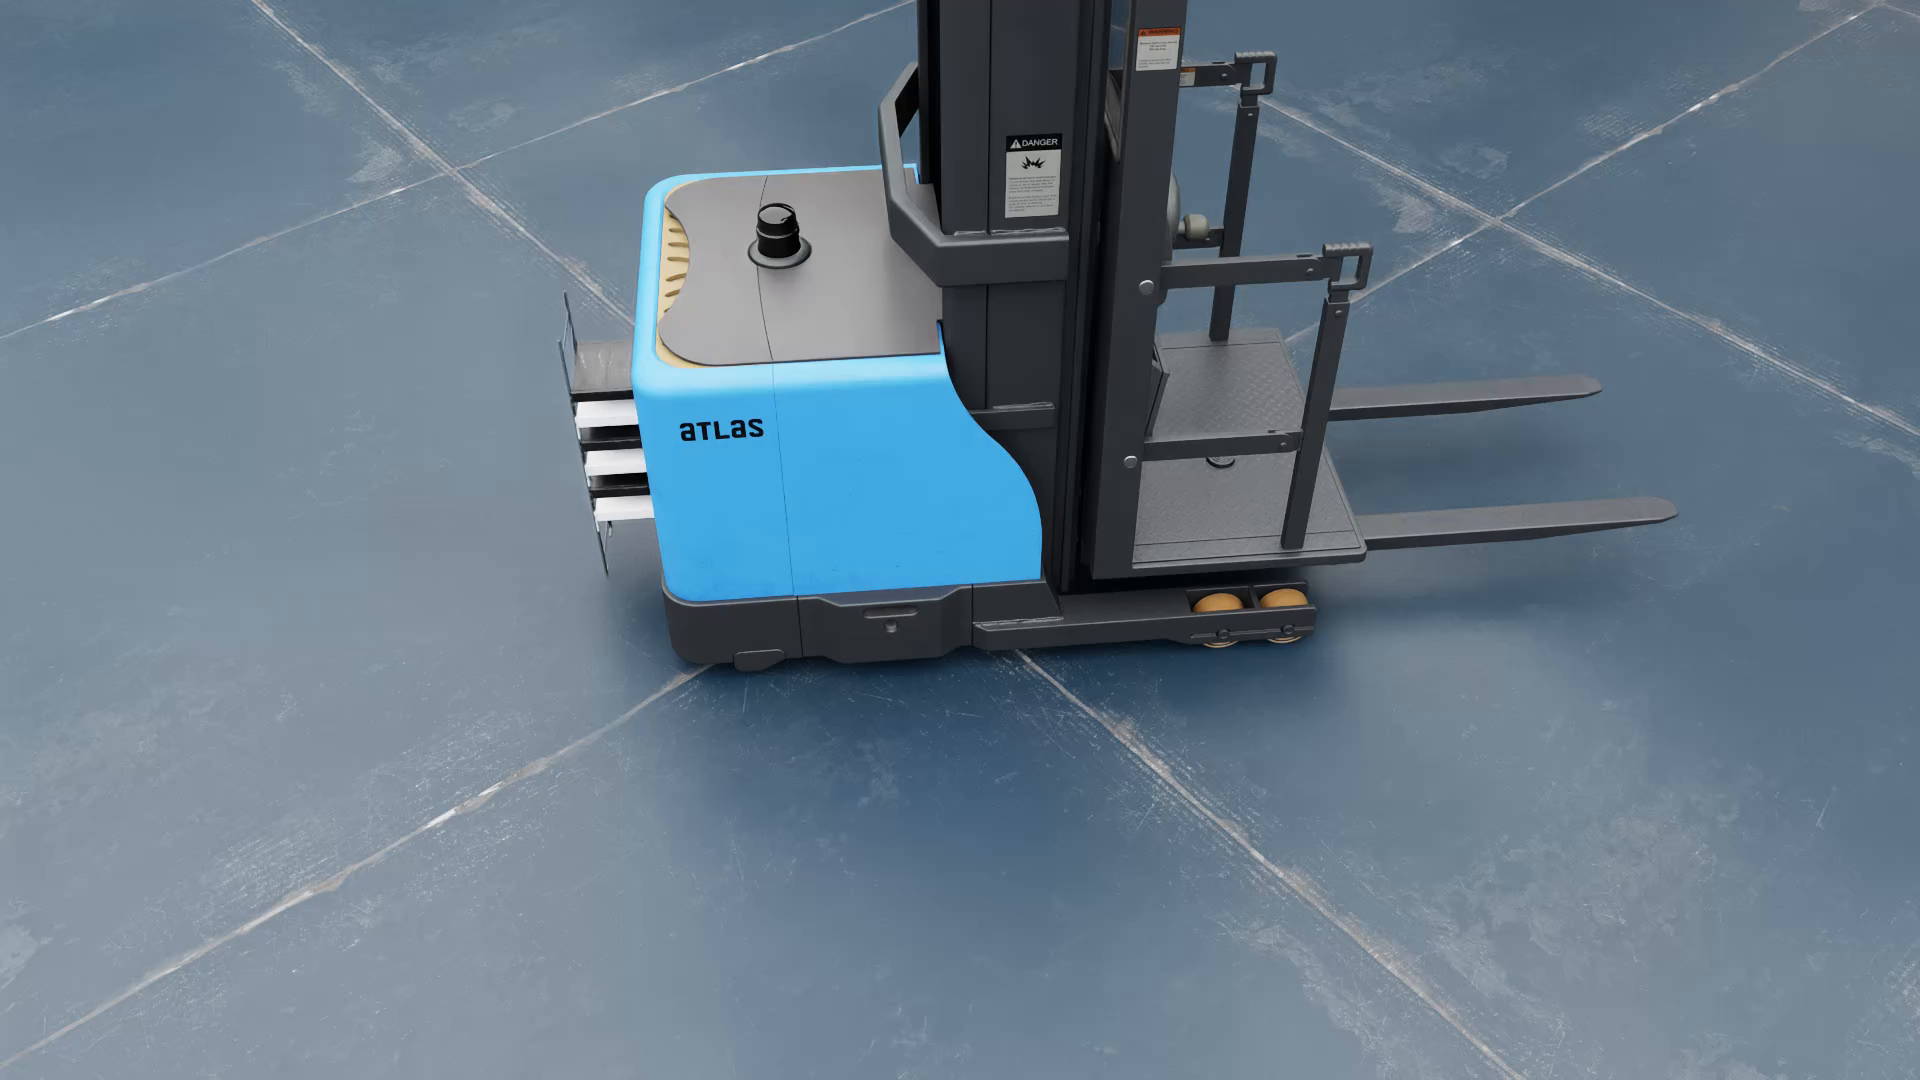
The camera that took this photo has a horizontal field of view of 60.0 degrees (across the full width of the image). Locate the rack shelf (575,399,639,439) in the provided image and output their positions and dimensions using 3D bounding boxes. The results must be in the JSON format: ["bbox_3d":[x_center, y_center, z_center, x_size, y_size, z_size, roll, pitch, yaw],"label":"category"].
[{"bbox_3d":[-0.999,-0.407,4.811,0.200,0.077,0.258,-4,43,-4],"label":"rack shelf"}]

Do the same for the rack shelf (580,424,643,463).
[{"bbox_3d":[-0.999,-0.341,4.873,0.200,0.077,0.258,-4,43,-4],"label":"rack shelf"}]

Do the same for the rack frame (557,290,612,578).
[{"bbox_3d":[-1.100,-0.293,4.905,0.006,0.900,0.240,-4,43,-4],"label":"rack frame"}]

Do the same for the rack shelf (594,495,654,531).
[{"bbox_3d":[-0.999,-0.144,5.058,0.200,0.077,0.258,-4,43,-4],"label":"rack shelf"}]

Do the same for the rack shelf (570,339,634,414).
[{"bbox_3d":[-0.999,-0.472,4.750,0.200,0.077,0.258,-4,43,-4],"label":"rack shelf"}]

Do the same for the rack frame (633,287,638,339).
[{"bbox_3d":[-0.898,-0.306,4.919,0.006,0.900,0.240,-4,43,-4],"label":"rack frame"}]

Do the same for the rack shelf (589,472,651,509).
[{"bbox_3d":[-0.999,-0.210,4.996,0.200,0.077,0.258,-4,43,-4],"label":"rack shelf"}]

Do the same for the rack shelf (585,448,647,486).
[{"bbox_3d":[-0.999,-0.275,4.935,0.200,0.077,0.258,-4,43,-4],"label":"rack shelf"}]

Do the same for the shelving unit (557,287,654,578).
[{"bbox_3d":[-0.999,-0.300,4.912,0.210,0.900,0.258,-4,43,-4],"label":"shelving unit"}]

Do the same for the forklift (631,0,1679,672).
[{"bbox_3d":[0.628,-1.110,4.291,3.031,2.935,1.130,-4,43,-4],"label":"forklift"}]
